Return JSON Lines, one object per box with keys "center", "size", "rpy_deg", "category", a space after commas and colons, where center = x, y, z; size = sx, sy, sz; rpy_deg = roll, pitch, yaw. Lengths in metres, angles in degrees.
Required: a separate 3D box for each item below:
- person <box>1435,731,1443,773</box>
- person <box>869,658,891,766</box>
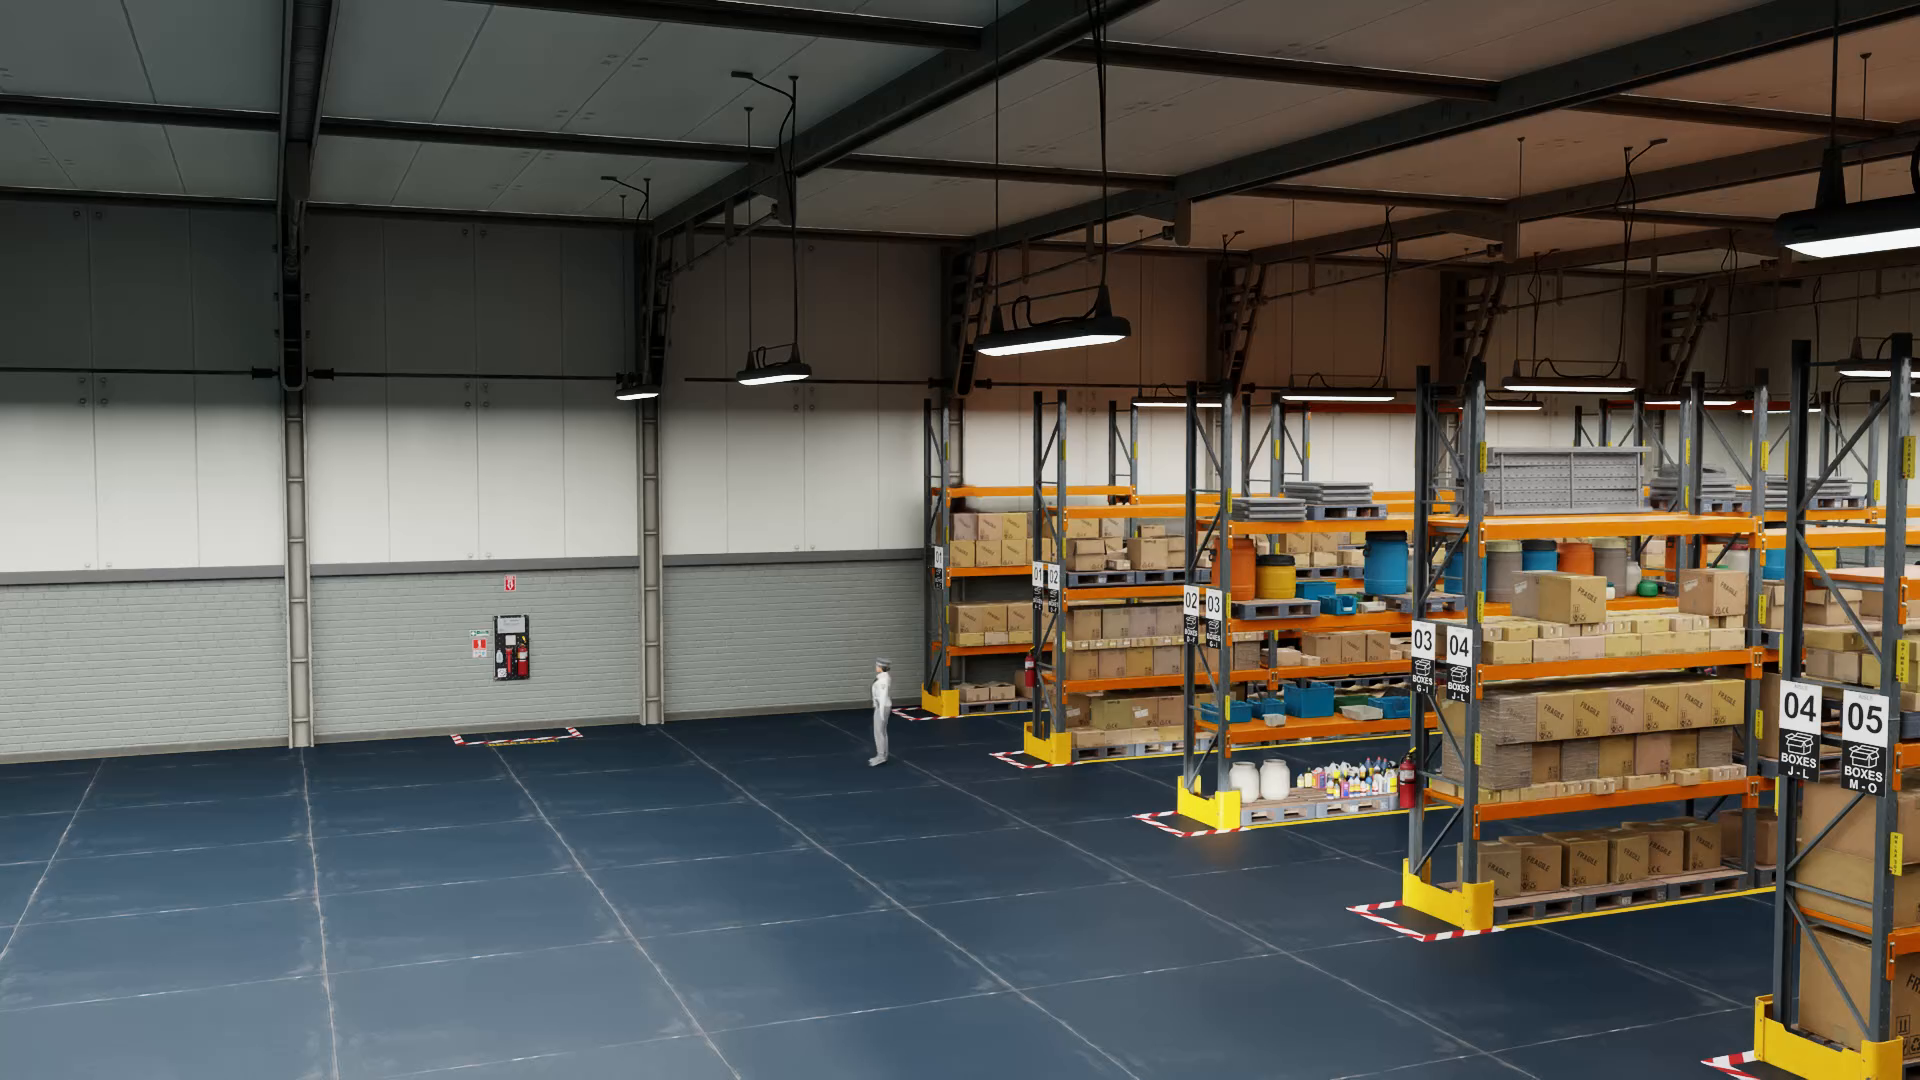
{"center": [7.733, 2.852, 25.809], "size": [0.637, 1.567, 0.480], "rpy_deg": [0, 3, 2], "category": "person"}
{"center": [-1.287, 2.760, 26.787], "size": [0.349, 1.721, 0.547], "rpy_deg": [0, 3, 3], "category": "person"}
